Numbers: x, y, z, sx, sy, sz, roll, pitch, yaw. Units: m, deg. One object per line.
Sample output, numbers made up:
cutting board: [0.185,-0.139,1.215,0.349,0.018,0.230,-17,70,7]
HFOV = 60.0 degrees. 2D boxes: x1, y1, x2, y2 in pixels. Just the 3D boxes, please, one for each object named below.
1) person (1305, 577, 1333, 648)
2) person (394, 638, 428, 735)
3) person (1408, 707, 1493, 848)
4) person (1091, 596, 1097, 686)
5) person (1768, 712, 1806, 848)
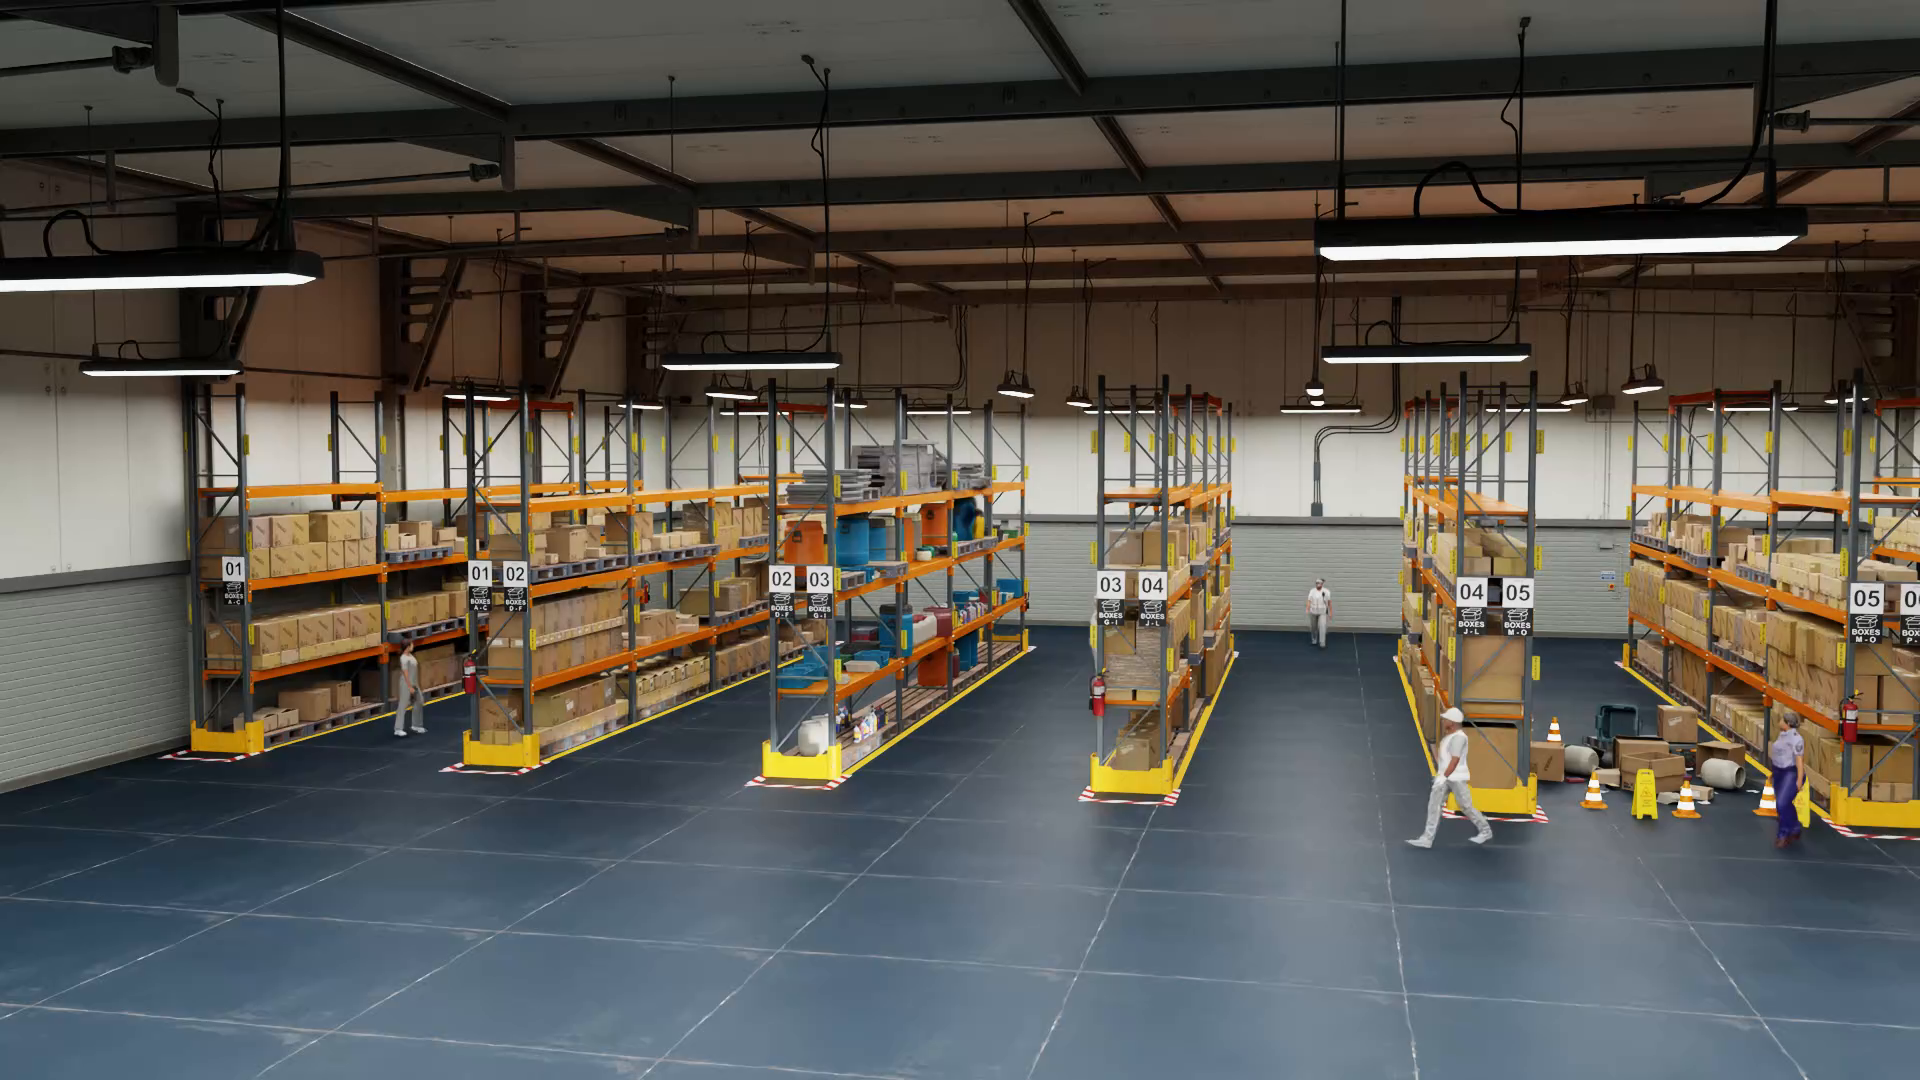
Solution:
person: [8.891,1.777,41.187,0.670,1.721,1.060,1,3,12]
person: [-9.521,2.541,28.730,0.429,1.710,0.595,0,3,7]
person: [6.103,2.951,20.572,1.052,1.755,0.480,-1,3,-20]
person: [2.704,1.942,32.735,0.437,1.790,0.581,0,3,-8]
person: [10.354,3.012,20.827,0.527,1.718,0.533,-1,3,-12]
